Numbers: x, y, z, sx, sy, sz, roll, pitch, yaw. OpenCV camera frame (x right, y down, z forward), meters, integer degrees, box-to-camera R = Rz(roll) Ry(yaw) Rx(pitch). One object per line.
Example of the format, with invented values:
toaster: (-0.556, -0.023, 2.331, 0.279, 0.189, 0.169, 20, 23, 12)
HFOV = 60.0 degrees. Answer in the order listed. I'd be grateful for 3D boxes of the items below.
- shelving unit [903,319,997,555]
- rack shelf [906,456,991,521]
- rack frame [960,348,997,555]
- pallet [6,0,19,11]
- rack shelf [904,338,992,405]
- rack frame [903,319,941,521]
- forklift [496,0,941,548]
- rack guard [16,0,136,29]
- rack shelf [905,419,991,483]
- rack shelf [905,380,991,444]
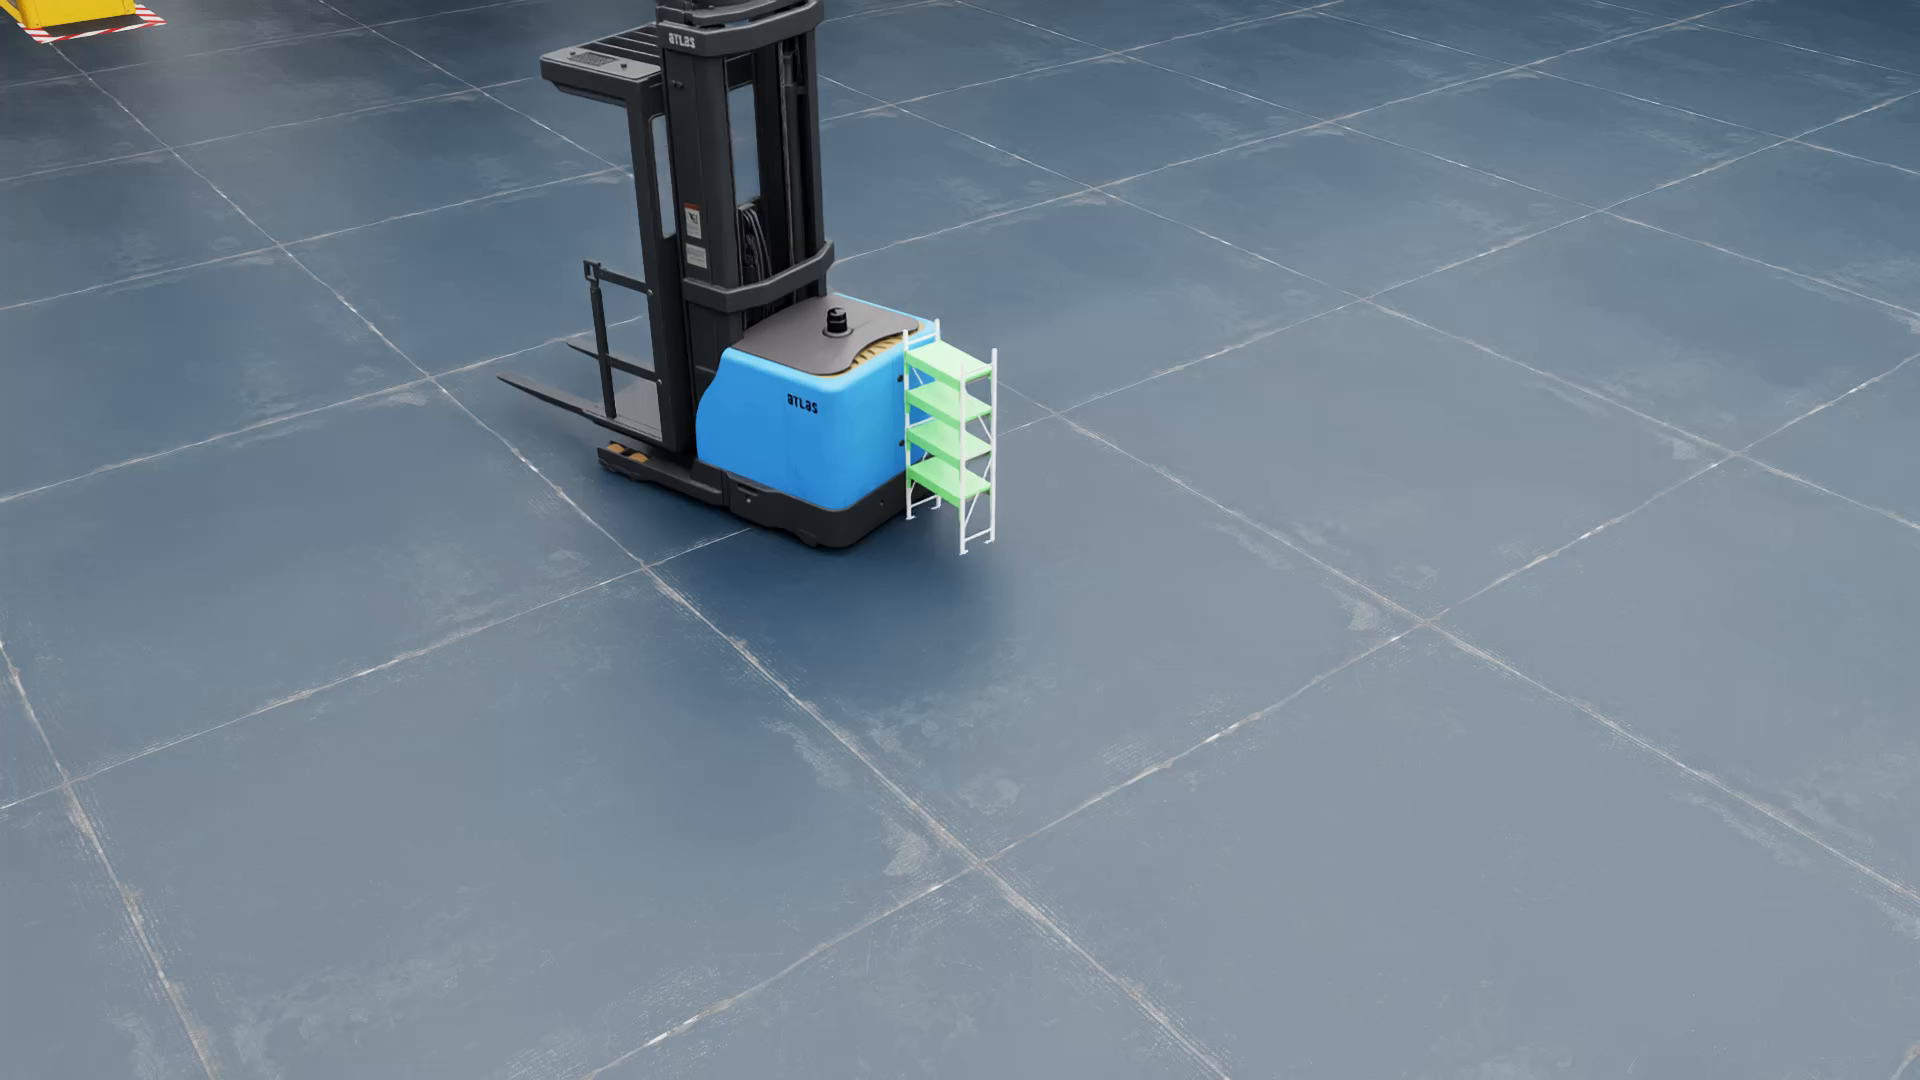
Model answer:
shelving unit: (-0.057, -0.566, 9.251, 0.258, 1.200, 0.503, -23, 39, -33)
rack shelf: (-0.057, -0.308, 9.411, 0.258, 0.148, 0.480, -23, 39, -33)
rack frame: (0.098, -0.467, 9.091, 0.240, 1.200, 0.015, -23, 39, -33)
pallet: (-10.630, -6.444, 19.653, 1.003, 0.211, 1.213, -22, 38, -31)
rack shelf: (-0.057, -0.920, 9.031, 0.258, 0.148, 0.480, -23, 39, -33)
rack frame: (-0.212, -0.665, 9.411, 0.240, 1.200, 0.015, -23, 39, -33)
forklift: (-1.589, -1.808, 9.610, 3.031, 2.935, 1.130, 21, 37, 30)
rack guard: (-10.136, -6.227, 19.029, 1.175, 0.500, 0.348, -22, 38, -31)
rack shelf: (-0.057, -0.512, 9.285, 0.258, 0.148, 0.480, -23, 39, -33)
rack shelf: (-0.057, -0.716, 9.158, 0.258, 0.148, 0.480, -23, 39, -33)
